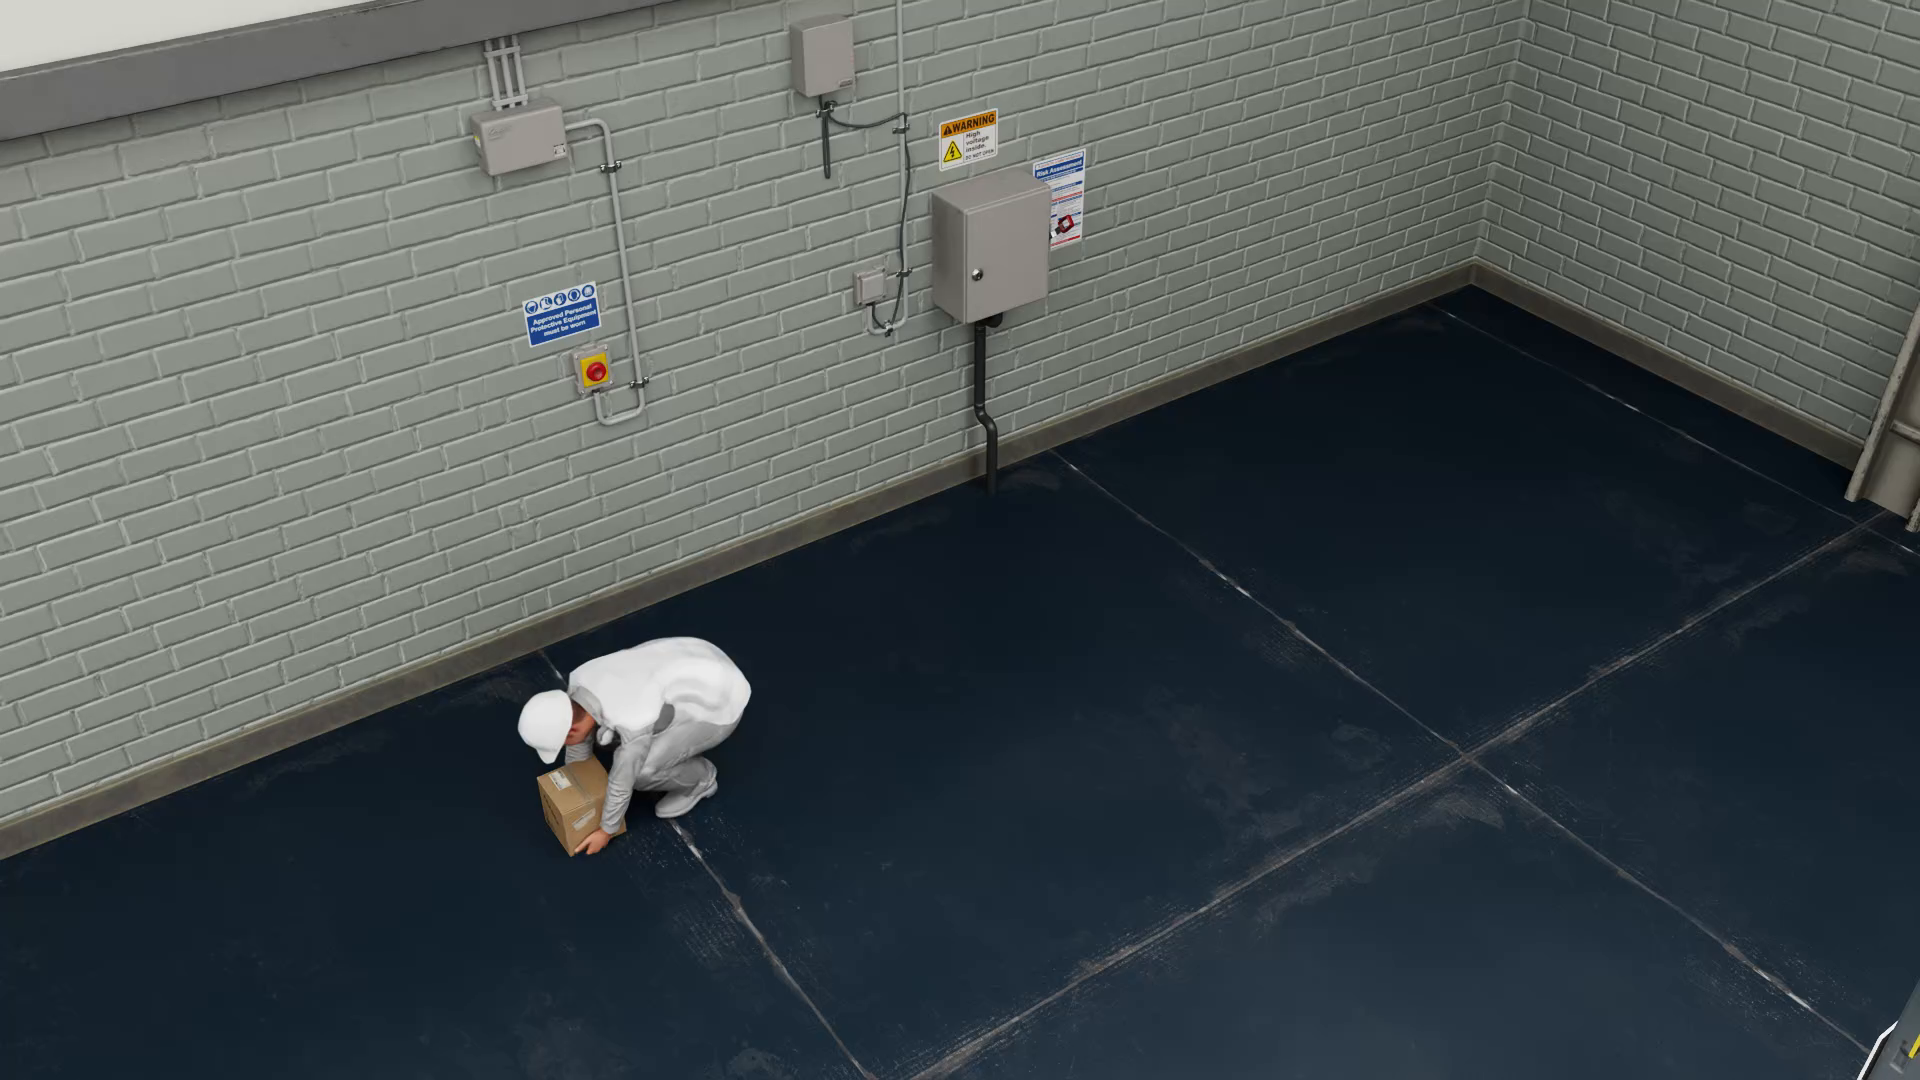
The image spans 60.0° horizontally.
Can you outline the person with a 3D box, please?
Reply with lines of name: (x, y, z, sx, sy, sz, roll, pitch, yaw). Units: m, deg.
person: (-1.316, 0.803, 6.786, 0.961, 0.859, 0.514, -23, 42, -28)
